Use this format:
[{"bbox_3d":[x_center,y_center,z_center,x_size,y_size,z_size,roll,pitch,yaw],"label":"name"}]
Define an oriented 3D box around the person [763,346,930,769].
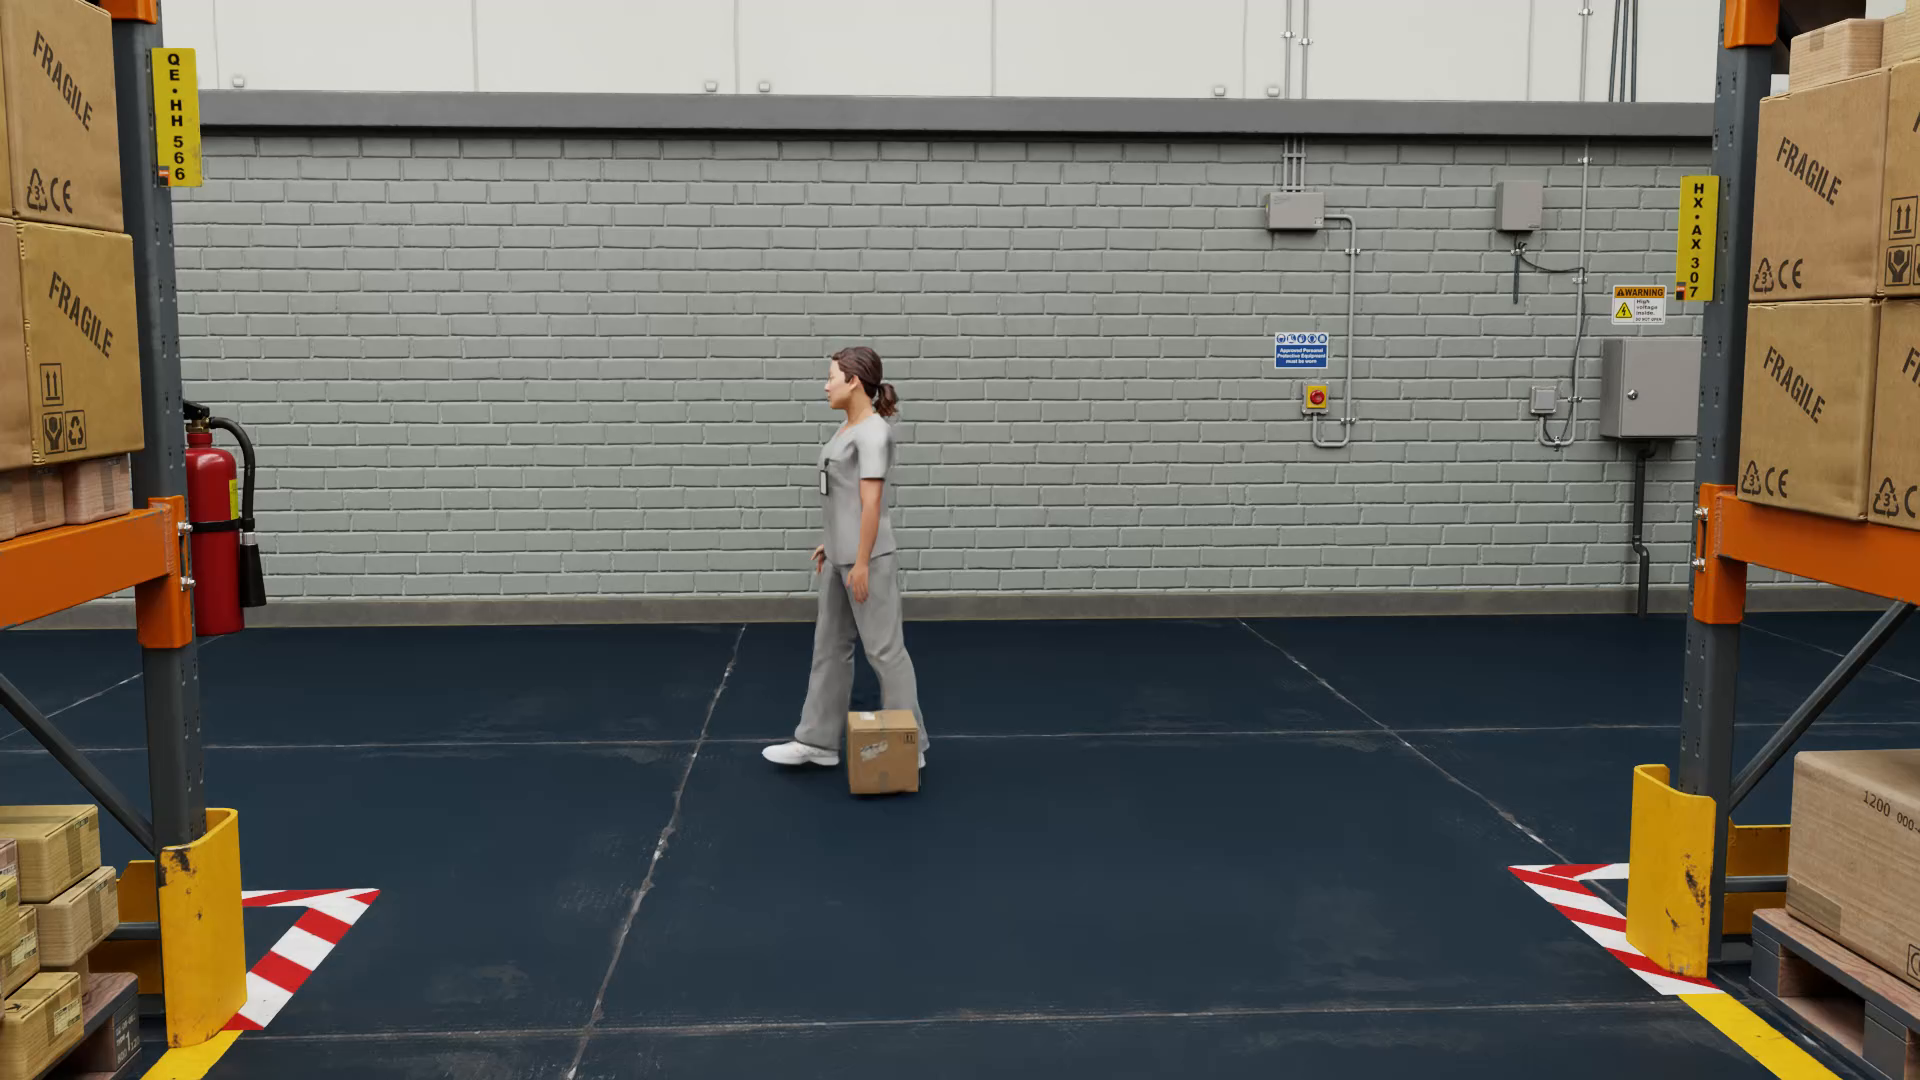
[{"bbox_3d":[-0.452,0.084,6.519,0.615,1.650,0.614,-3,7,-20],"label":"person"}]
